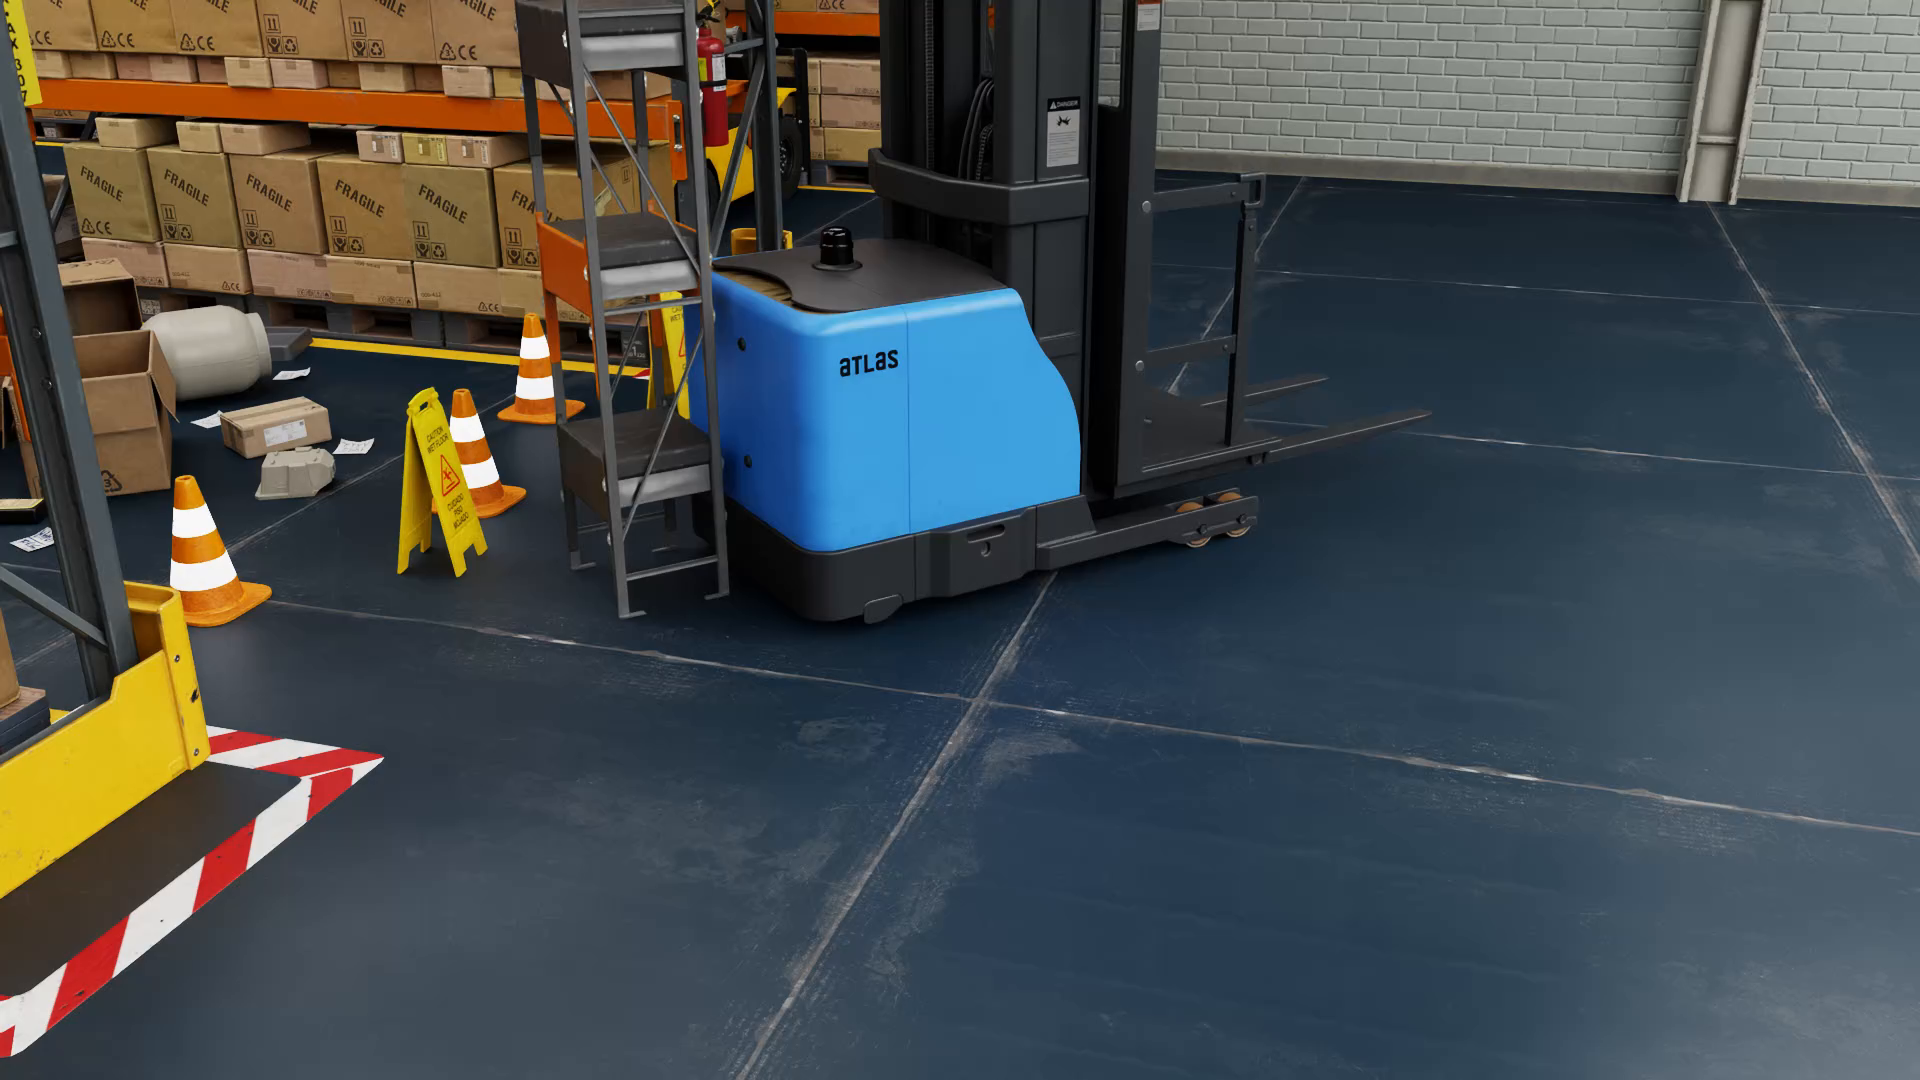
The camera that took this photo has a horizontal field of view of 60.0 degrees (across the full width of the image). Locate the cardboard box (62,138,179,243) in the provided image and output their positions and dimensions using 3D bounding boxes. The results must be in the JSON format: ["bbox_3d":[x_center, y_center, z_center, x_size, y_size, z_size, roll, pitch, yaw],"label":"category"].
[{"bbox_3d":[-4.498,-1.948,9.147,0.500,0.500,0.500,8,24,18],"label":"cardboard box"}]

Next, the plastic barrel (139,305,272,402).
[{"bbox_3d":[-3.570,-0.887,7.875,0.512,0.421,0.421,-14,26,-30],"label":"plastic barrel"}]

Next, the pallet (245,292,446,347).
[{"bbox_3d":[-3.160,-1.357,9.301,1.213,0.211,1.003,7,23,16],"label":"pallet"}]

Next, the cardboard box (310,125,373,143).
[{"bbox_3d":[-3.365,-2.032,9.354,0.500,0.500,0.500,8,24,18],"label":"cardboard box"}]

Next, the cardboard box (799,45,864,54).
[{"bbox_3d":[-1.086,-3.825,13.395,0.500,0.250,0.500,6,23,15],"label":"cardboard box"}]

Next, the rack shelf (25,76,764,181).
[{"bbox_3d":[-3.070,-2.289,8.846,4.000,0.370,1.077,7,23,16],"label":"rack shelf"}]

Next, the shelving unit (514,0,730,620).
[{"bbox_3d":[-1.106,-0.822,5.505,0.431,2.100,0.503,-13,26,-29],"label":"shelving unit"}]

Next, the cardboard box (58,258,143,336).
[{"bbox_3d":[-4.352,-1.074,8.227,0.500,0.500,0.500,-14,26,-30],"label":"cardboard box"}]

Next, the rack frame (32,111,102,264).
[{"bbox_3d":[-4.985,-2.841,9.244,0.127,3.000,1.000,7,23,16],"label":"rack frame"}]

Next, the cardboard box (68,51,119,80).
[{"bbox_3d":[-4.519,-2.565,8.902,0.250,0.149,0.380,7,23,17],"label":"cardboard box"}]

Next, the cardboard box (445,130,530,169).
[{"bbox_3d":[-2.369,-1.981,8.374,0.250,0.149,0.380,7,23,17],"label":"cardboard box"}]

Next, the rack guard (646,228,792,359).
[{"bbox_3d":[-1.228,-1.255,8.670,0.348,0.500,1.175,7,23,16],"label":"rack guard"}]

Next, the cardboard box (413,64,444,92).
[{"bbox_3d":[-2.549,-2.370,8.425,0.250,0.149,0.380,7,23,16],"label":"cardboard box"}]

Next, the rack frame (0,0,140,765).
[{"bbox_3d":[-2.489,-0.593,3.764,0.127,3.000,1.000,7,23,16],"label":"rack frame"}]

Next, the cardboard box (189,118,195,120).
[{"bbox_3d":[-4.341,-2.143,9.624,0.500,0.500,0.500,6,23,15],"label":"cardboard box"}]

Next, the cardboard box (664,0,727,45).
[{"bbox_3d":[-1.529,-2.739,8.472,0.500,0.500,0.500,6,23,15],"label":"cardboard box"}]

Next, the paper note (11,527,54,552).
[{"bbox_3d":[-3.460,-0.003,6.239,0.142,0.017,0.144,16,27,34],"label":"paper note"}]

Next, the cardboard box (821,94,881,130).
[{"bbox_3d":[-0.759,-3.359,12.917,0.500,0.250,0.500,6,23,15],"label":"cardboard box"}]

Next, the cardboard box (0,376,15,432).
[{"bbox_3d":[-4.466,-0.683,7.093,0.503,0.637,0.797,7,23,16],"label":"cardboard box"}]

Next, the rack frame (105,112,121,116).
[{"bbox_3d":[-7.384,-5.084,14.711,0.127,3.000,1.000,7,23,16],"label":"rack frame"}]

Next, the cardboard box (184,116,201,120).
[{"bbox_3d":[-6.791,-4.106,14.903,0.625,0.625,0.875,7,23,17],"label":"cardboard box"}]

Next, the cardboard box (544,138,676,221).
[{"bbox_3d":[-1.871,-1.863,8.941,0.500,0.500,0.500,6,23,14],"label":"cardboard box"}]

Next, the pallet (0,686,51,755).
[{"bbox_3d":[-3.277,0.638,4.437,1.213,0.211,1.003,7,23,15],"label":"pallet"}]

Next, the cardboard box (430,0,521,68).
[{"bbox_3d":[-2.233,-2.603,8.139,0.500,0.500,0.500,7,23,16],"label":"cardboard box"}]

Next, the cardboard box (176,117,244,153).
[{"bbox_3d":[-3.903,-2.157,8.802,0.250,0.149,0.380,7,23,18],"label":"cardboard box"}]

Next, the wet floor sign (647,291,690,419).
[{"bbox_3d":[-1.283,-0.904,7.623,0.232,0.644,0.267,16,27,34],"label":"wet floor sign"}]

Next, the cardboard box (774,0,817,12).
[{"bbox_3d":[-1.257,-4.328,12.736,0.500,0.500,0.500,6,23,14],"label":"cardboard box"}]

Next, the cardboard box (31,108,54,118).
[{"bbox_3d":[-8.327,-4.148,15.171,0.500,0.500,0.500,6,23,15],"label":"cardboard box"}]

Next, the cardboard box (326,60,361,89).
[{"bbox_3d":[-3.033,-2.424,8.559,0.250,0.149,0.380,7,23,16],"label":"cardboard box"}]

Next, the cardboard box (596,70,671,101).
[{"bbox_3d":[-1.575,-2.250,8.133,0.250,0.149,0.380,7,23,17],"label":"cardboard box"}]

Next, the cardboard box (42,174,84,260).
[{"bbox_3d":[-5.488,-1.876,9.801,0.625,0.372,0.950,7,23,16],"label":"cardboard box"}]

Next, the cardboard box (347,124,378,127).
[{"bbox_3d":[-4.798,-3.882,14.356,0.625,0.625,0.875,6,23,15],"label":"cardboard box"}]

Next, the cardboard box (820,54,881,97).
[{"bbox_3d":[-0.747,-3.582,12.803,0.500,0.250,0.500,7,23,16],"label":"cardboard box"}]

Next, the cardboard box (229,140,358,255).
[{"bbox_3d":[-3.486,-1.836,8.874,0.500,0.500,0.500,8,24,18],"label":"cardboard box"}]

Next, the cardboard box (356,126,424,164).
[{"bbox_3d":[-2.860,-2.039,8.516,0.250,0.149,0.380,8,23,18],"label":"cardboard box"}]

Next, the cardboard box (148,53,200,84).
[{"bbox_3d":[-4.030,-2.507,8.761,0.250,0.149,0.380,7,23,17],"label":"cardboard box"}]

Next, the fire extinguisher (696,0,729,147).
[{"bbox_3d":[-1.179,-2.187,7.751,0.183,0.674,0.296,7,23,16],"label":"fire extinguisher"}]

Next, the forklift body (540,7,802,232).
[{"bbox_3d":[-2.068,-3.359,11.625,1.214,2.155,2.313,7,23,16],"label":"forklift body"}]

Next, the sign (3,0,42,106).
[{"bbox_3d":[-2.323,-1.231,4.074,0.005,0.325,0.100,7,23,16],"label":"sign"}]

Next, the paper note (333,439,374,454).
[{"bbox_3d":[-2.636,-0.410,7.228,0.142,0.019,0.148,-1,22,-3],"label":"paper note"}]

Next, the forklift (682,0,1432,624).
[{"bbox_3d":[0.529,-1.483,6.023,3.031,2.935,1.130,-14,26,-30],"label":"forklift"}]

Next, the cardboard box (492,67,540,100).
[{"bbox_3d":[-2.089,-2.273,8.190,0.250,0.149,0.380,6,23,15],"label":"cardboard box"}]

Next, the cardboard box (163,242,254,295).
[{"bbox_3d":[-3.984,-1.546,9.157,0.500,0.250,0.500,8,24,19],"label":"cardboard box"}]

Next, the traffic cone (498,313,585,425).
[{"bbox_3d":[-1.940,-0.808,7.629,0.334,0.463,0.336,7,23,16],"label":"traffic cone"}]

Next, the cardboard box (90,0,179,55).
[{"bbox_3d":[-4.157,-2.829,8.691,0.500,0.500,0.500,6,23,15],"label":"cardboard box"}]

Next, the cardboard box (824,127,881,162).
[{"bbox_3d":[-0.740,-3.123,13.002,0.500,0.250,0.500,7,23,15],"label":"cardboard box"}]

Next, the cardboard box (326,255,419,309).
[{"bbox_3d":[-3.003,-1.431,8.875,0.500,0.250,0.500,6,23,14],"label":"cardboard box"}]

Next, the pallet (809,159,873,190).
[{"bbox_3d":[-0.470,-2.985,13.269,1.213,0.211,1.003,7,23,16],"label":"pallet"}]

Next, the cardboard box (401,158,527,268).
[{"bbox_3d":[-2.499,-1.721,8.595,0.500,0.500,0.500,7,23,17],"label":"cardboard box"}]

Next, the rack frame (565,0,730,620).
[{"bbox_3d":[-0.980,-0.743,5.311,0.400,2.100,0.015,-13,26,-29],"label":"rack frame"}]

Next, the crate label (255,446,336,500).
[{"bbox_3d":[-2.706,-0.280,6.772,0.298,0.136,0.250,-5,23,-12],"label":"crate label"}]

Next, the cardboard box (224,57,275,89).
[{"bbox_3d":[-3.554,-2.430,8.573,0.250,0.149,0.380,7,23,16],"label":"cardboard box"}]

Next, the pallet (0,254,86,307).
[{"bbox_3d":[-5.731,-1.636,9.980,1.213,0.211,1.003,7,23,16],"label":"pallet"}]

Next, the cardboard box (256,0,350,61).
[{"bbox_3d":[-3.191,-2.721,8.428,0.500,0.500,0.500,7,23,16],"label":"cardboard box"}]

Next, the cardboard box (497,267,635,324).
[{"bbox_3d":[-2.030,-1.318,8.601,0.500,0.250,0.500,6,23,15],"label":"cardboard box"}]

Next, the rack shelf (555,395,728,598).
[{"bbox_3d":[-1.105,-0.161,5.775,0.431,0.518,0.480,-13,26,-29],"label":"rack shelf"}]
